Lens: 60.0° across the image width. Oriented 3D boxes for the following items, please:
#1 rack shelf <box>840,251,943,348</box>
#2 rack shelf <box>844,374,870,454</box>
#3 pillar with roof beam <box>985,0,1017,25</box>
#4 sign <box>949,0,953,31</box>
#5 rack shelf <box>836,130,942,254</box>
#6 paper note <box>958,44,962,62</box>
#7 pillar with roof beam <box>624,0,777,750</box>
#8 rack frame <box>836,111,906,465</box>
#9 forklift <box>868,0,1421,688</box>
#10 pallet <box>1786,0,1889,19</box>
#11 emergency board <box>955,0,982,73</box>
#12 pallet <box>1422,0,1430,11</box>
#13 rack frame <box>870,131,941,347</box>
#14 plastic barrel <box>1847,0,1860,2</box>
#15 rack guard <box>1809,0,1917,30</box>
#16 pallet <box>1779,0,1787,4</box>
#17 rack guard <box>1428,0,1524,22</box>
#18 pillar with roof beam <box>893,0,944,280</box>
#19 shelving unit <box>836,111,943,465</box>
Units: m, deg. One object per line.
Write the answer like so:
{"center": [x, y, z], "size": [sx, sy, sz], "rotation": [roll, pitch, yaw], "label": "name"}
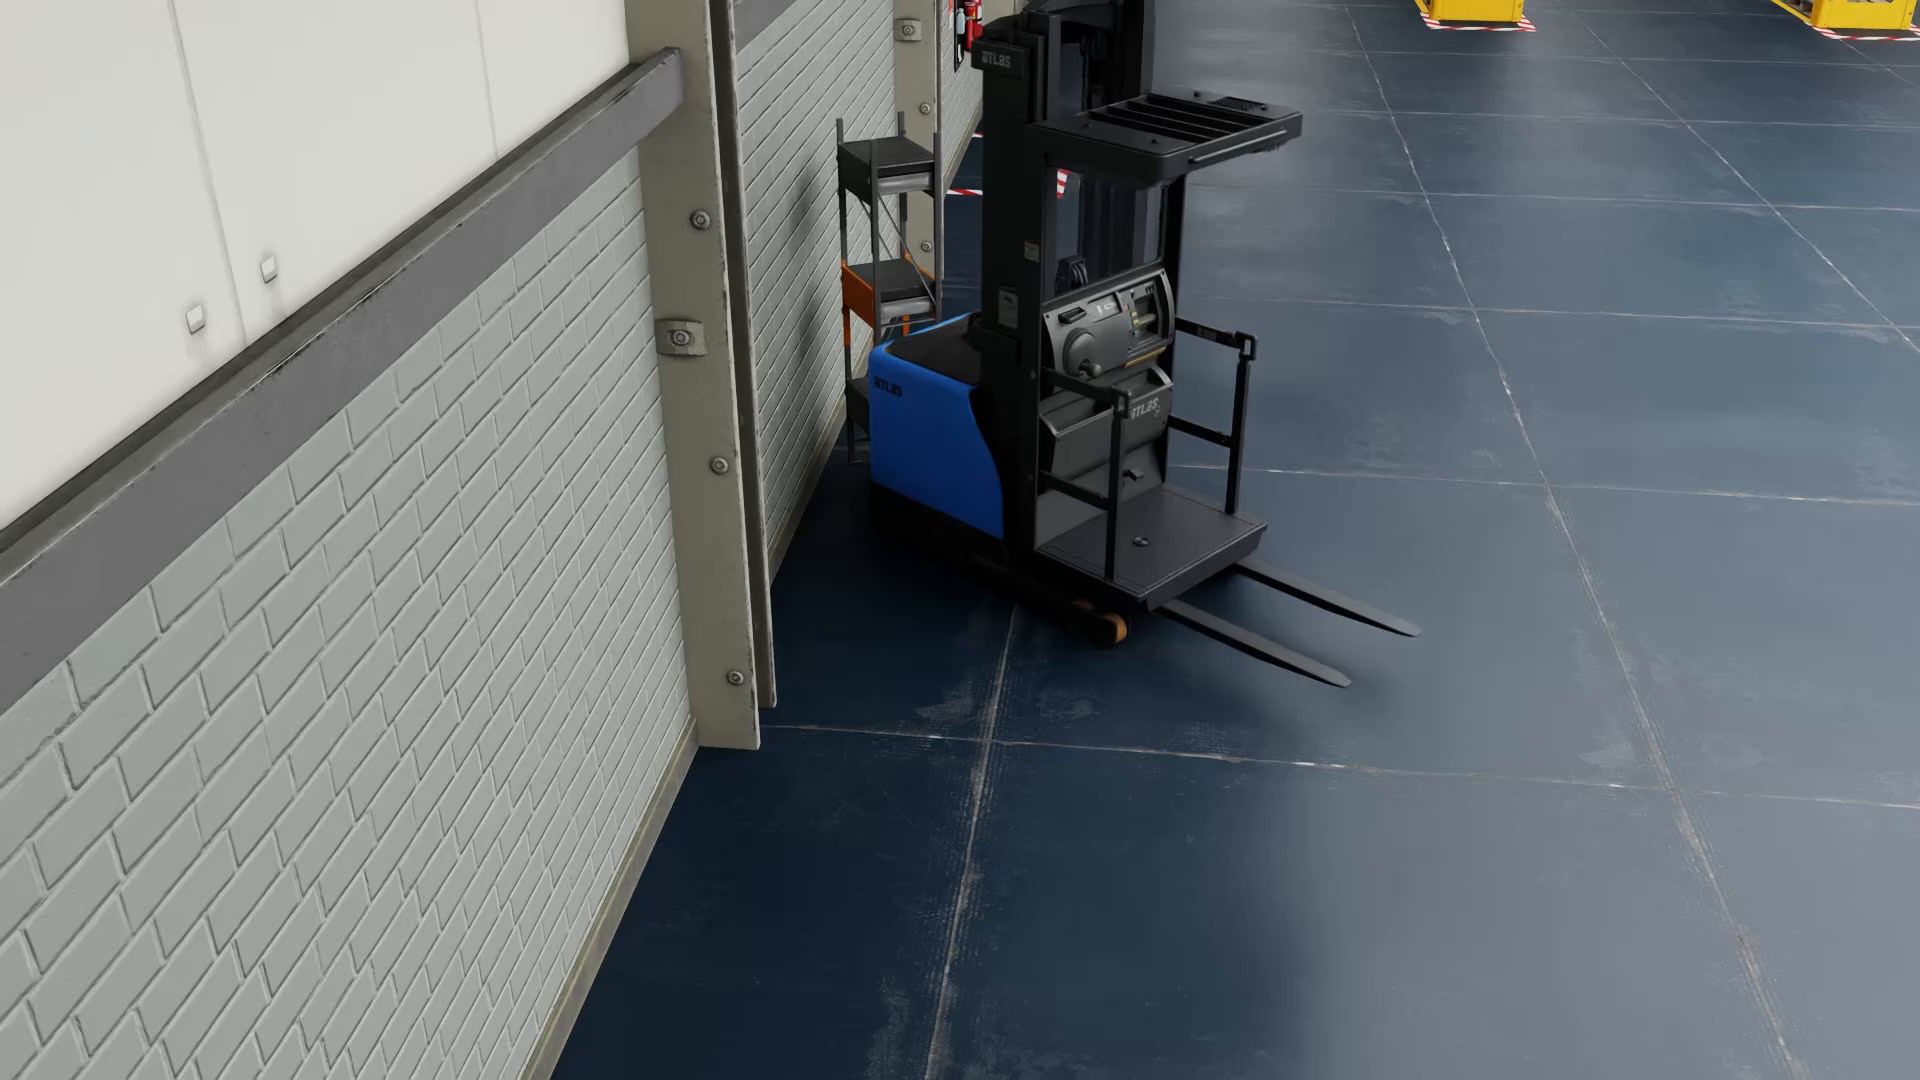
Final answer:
{"center": [-0.391, -1.305, 9.487], "size": [0.431, 0.518, 0.480], "rotation": [-12, 31, -22], "label": "rack shelf"}
{"center": [-0.391, -0.689, 9.819], "size": [0.431, 0.518, 0.480], "rotation": [-12, 31, -22], "label": "rack shelf"}
{"center": [4.702, -8.516, 15.569], "size": [9.100, 9.000, 0.400], "rotation": [3, 28, 6], "label": "pillar with roof beam"}
{"center": [-0.081, -4.725, 14.821], "size": [0.001, 0.329, 0.234], "rotation": [3, 28, 6], "label": "sign"}
{"center": [-0.391, -1.921, 9.155], "size": [0.431, 0.518, 0.480], "rotation": [-12, 31, -22], "label": "rack shelf"}
{"center": [-0.001, -4.497, 15.363], "size": [0.016, 0.148, 0.142], "rotation": [3, 28, 6], "label": "paper note"}
{"center": [3.232, -2.867, 5.085], "size": [9.100, 9.000, 0.400], "rotation": [3, 28, 6], "label": "pillar with roof beam"}
{"center": [-0.494, -1.422, 9.675], "size": [0.400, 2.100, 0.015], "rotation": [-12, 31, -22], "label": "rack frame"}
{"center": [0.895, -1.042, 8.094], "size": [3.031, 2.935, 1.130], "rotation": [25, 37, 38], "label": "forklift"}
{"center": [11.838, -7.187, 22.367], "size": [1.003, 0.211, 1.213], "rotation": [3, 28, 6], "label": "pallet"}
{"center": [0.089, -4.964, 15.302], "size": [0.194, 1.169, 0.643], "rotation": [3, 28, 6], "label": "emergency board"}
{"center": [6.907, -7.418, 22.797], "size": [1.003, 0.211, 1.213], "rotation": [3, 28, 6], "label": "pallet"}
{"center": [-0.289, -1.212, 9.285], "size": [0.400, 2.100, 0.015], "rotation": [-12, 31, -22], "label": "rack frame"}
{"center": [11.775, -7.398, 21.999], "size": [0.421, 0.512, 0.421], "rotation": [0, 28, 0], "label": "plastic barrel"}
{"center": [11.733, -6.932, 21.590], "size": [1.175, 0.500, 0.348], "rotation": [3, 28, 6], "label": "rack guard"}
{"center": [11.990, -7.759, 23.430], "size": [1.003, 0.211, 1.213], "rotation": [3, 28, 6], "label": "pallet"}
{"center": [6.852, -7.172, 22.035], "size": [1.175, 0.500, 0.348], "rotation": [3, 28, 6], "label": "rack guard"}
{"center": [3.967, -5.692, 10.327], "size": [9.100, 9.000, 0.400], "rotation": [3, 28, 6], "label": "pillar with roof beam"}
{"center": [-0.391, -1.317, 9.480], "size": [0.431, 2.100, 0.503], "rotation": [-12, 31, -22], "label": "shelving unit"}
